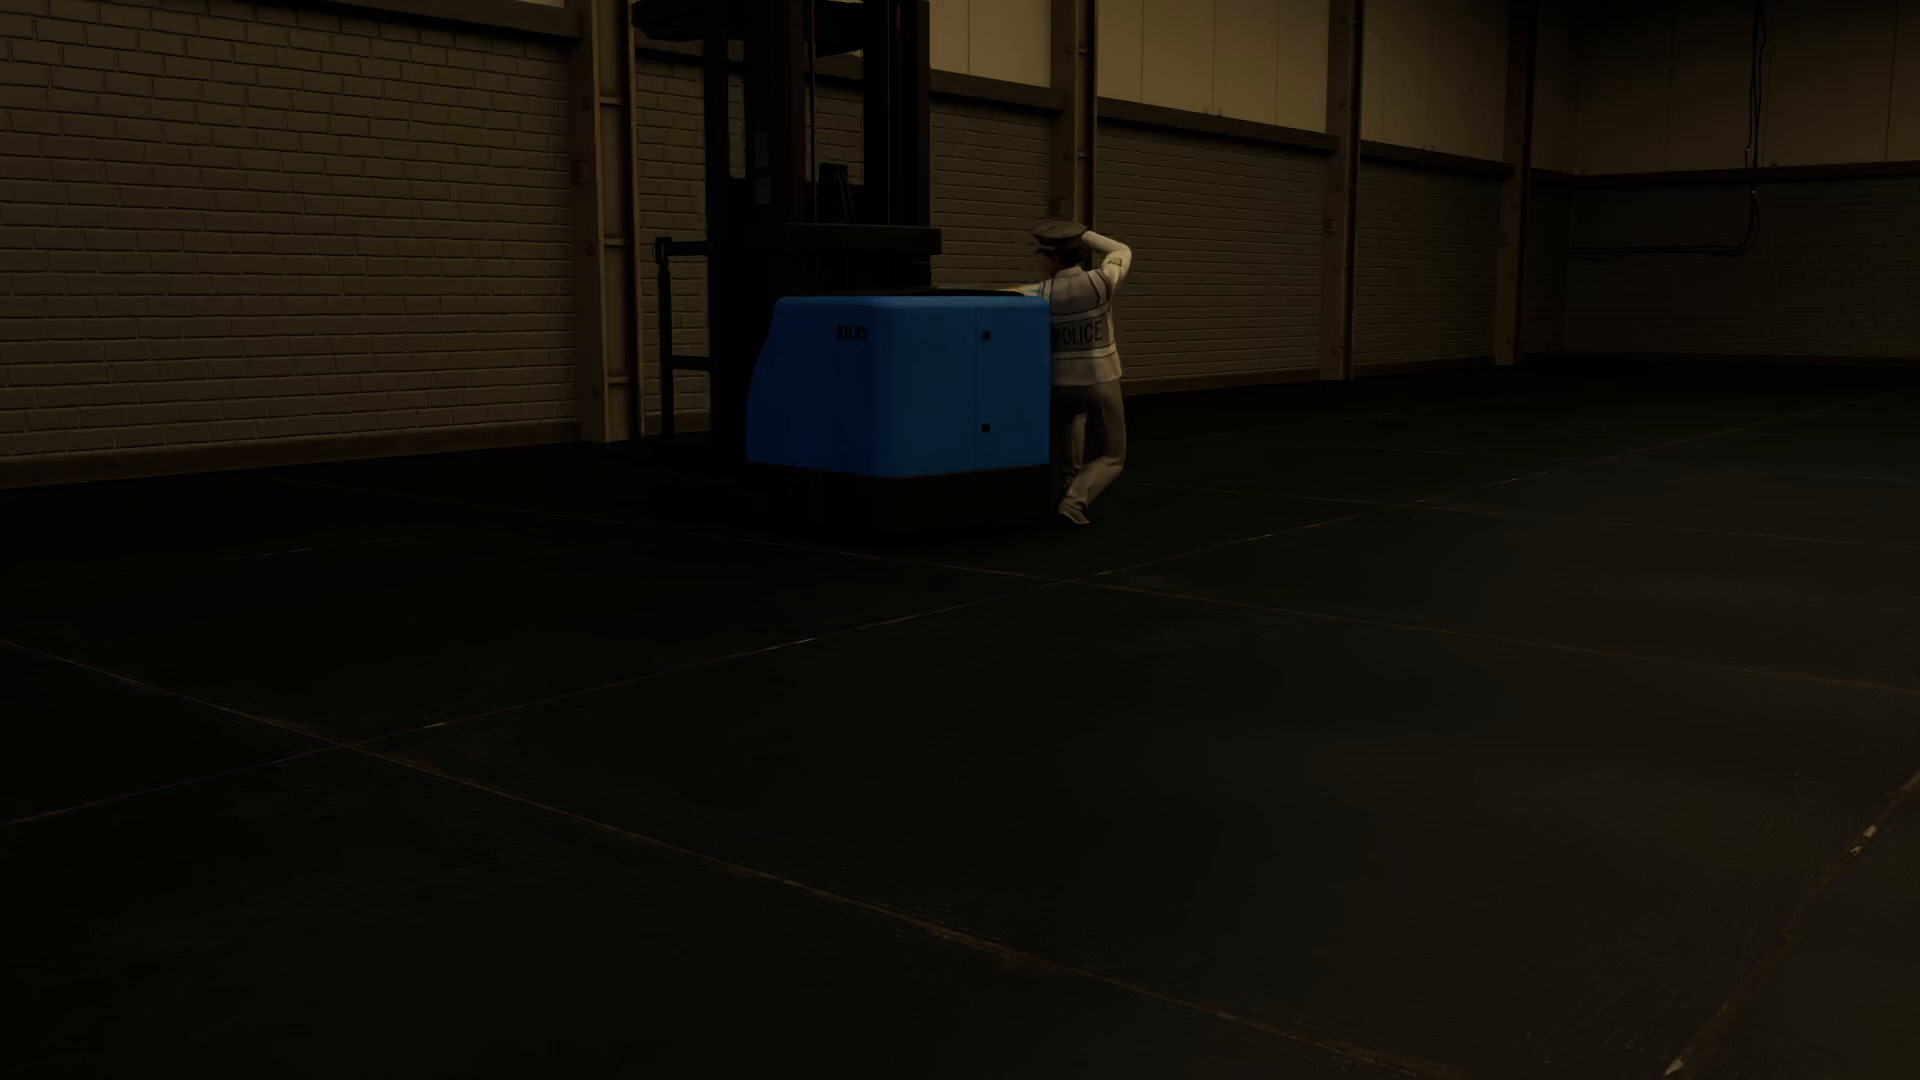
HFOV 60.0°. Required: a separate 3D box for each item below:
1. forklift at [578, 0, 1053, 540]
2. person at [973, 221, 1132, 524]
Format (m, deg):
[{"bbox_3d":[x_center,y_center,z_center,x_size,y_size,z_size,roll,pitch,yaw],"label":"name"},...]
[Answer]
[{"bbox_3d":[-0.916,-1.614,8.310,1.130,2.935,3.031,-7,11,-40],"label":"forklift"},{"bbox_3d":[0.340,-0.810,8.234,0.997,1.506,0.764,3,9,19],"label":"person"}]
